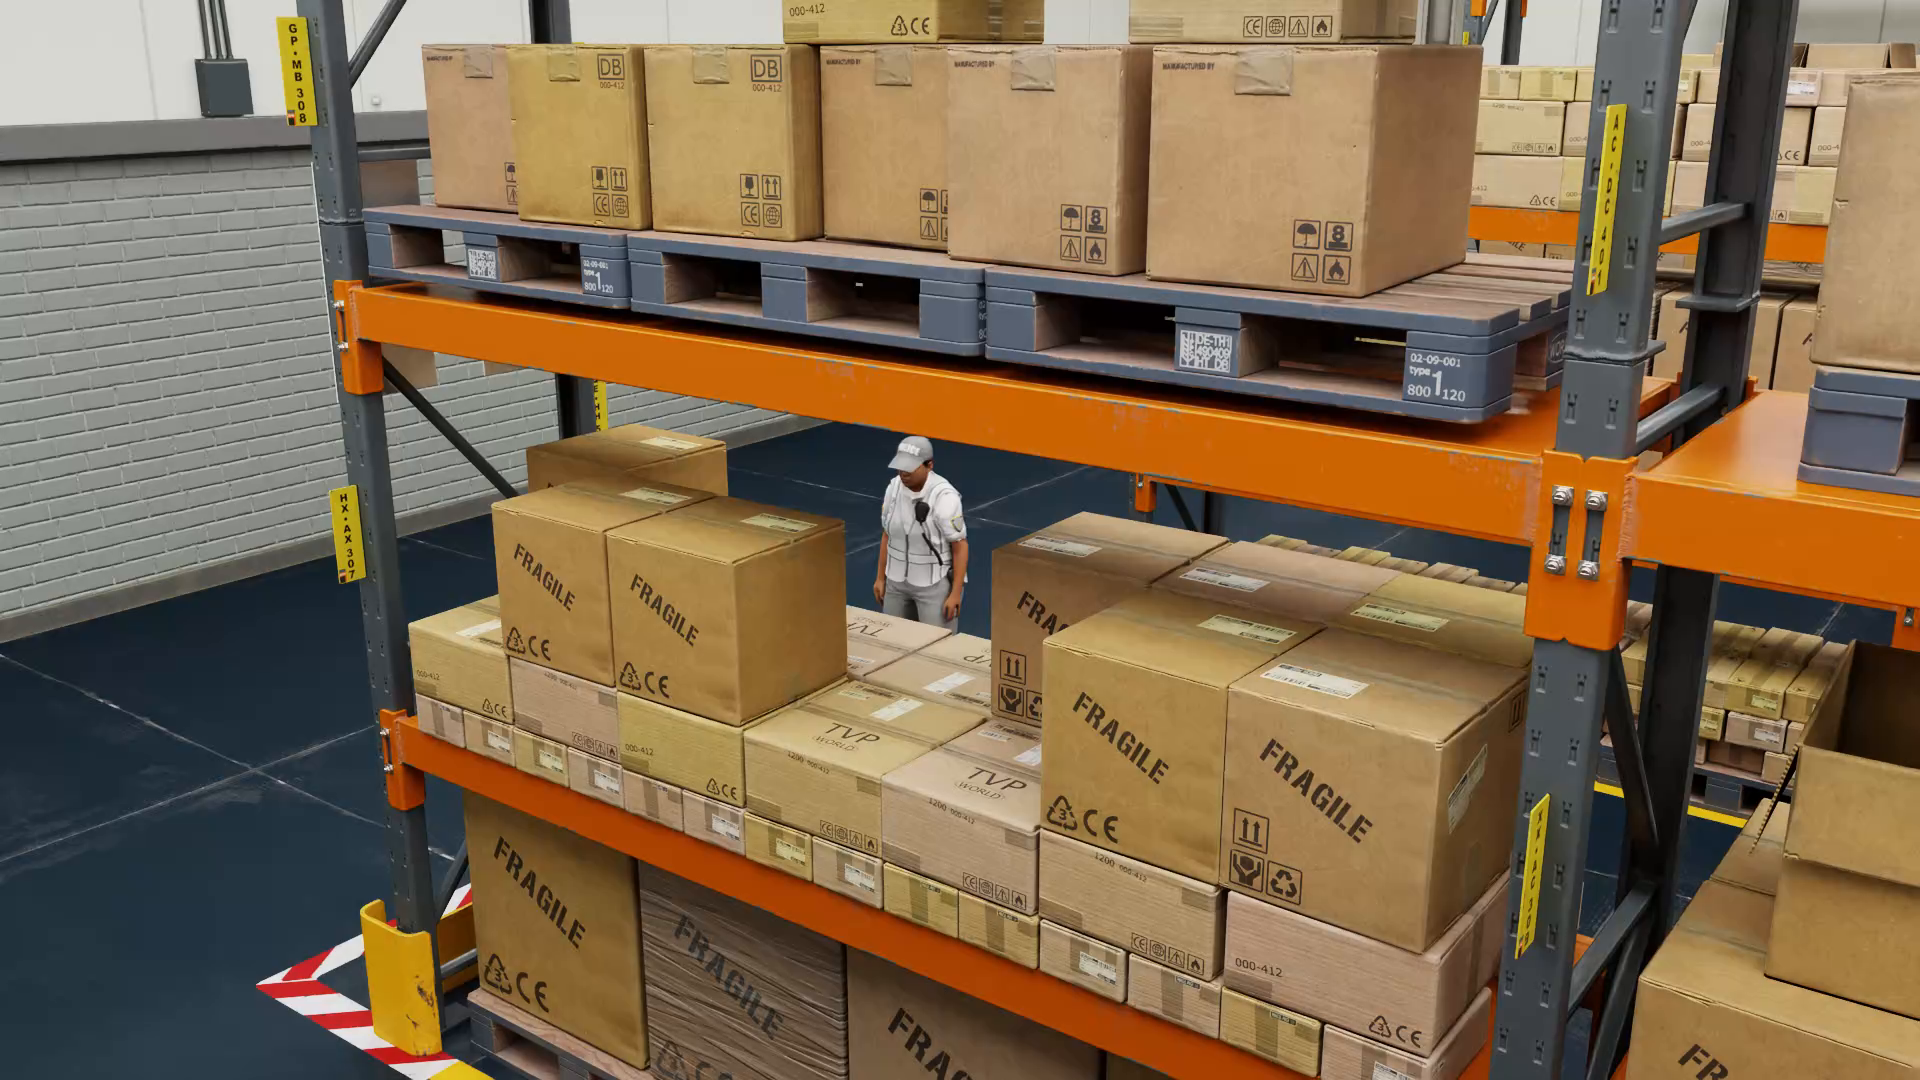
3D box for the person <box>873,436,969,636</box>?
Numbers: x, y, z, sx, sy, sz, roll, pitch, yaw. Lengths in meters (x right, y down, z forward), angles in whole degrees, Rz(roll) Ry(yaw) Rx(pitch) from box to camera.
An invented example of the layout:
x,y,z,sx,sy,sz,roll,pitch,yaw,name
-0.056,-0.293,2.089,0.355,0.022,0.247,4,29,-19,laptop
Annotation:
x,y,z,sx,sy,sz,roll,pitch,yaw,name
-0.223,0.254,8.680,0.559,1.667,0.465,11,20,33,person
